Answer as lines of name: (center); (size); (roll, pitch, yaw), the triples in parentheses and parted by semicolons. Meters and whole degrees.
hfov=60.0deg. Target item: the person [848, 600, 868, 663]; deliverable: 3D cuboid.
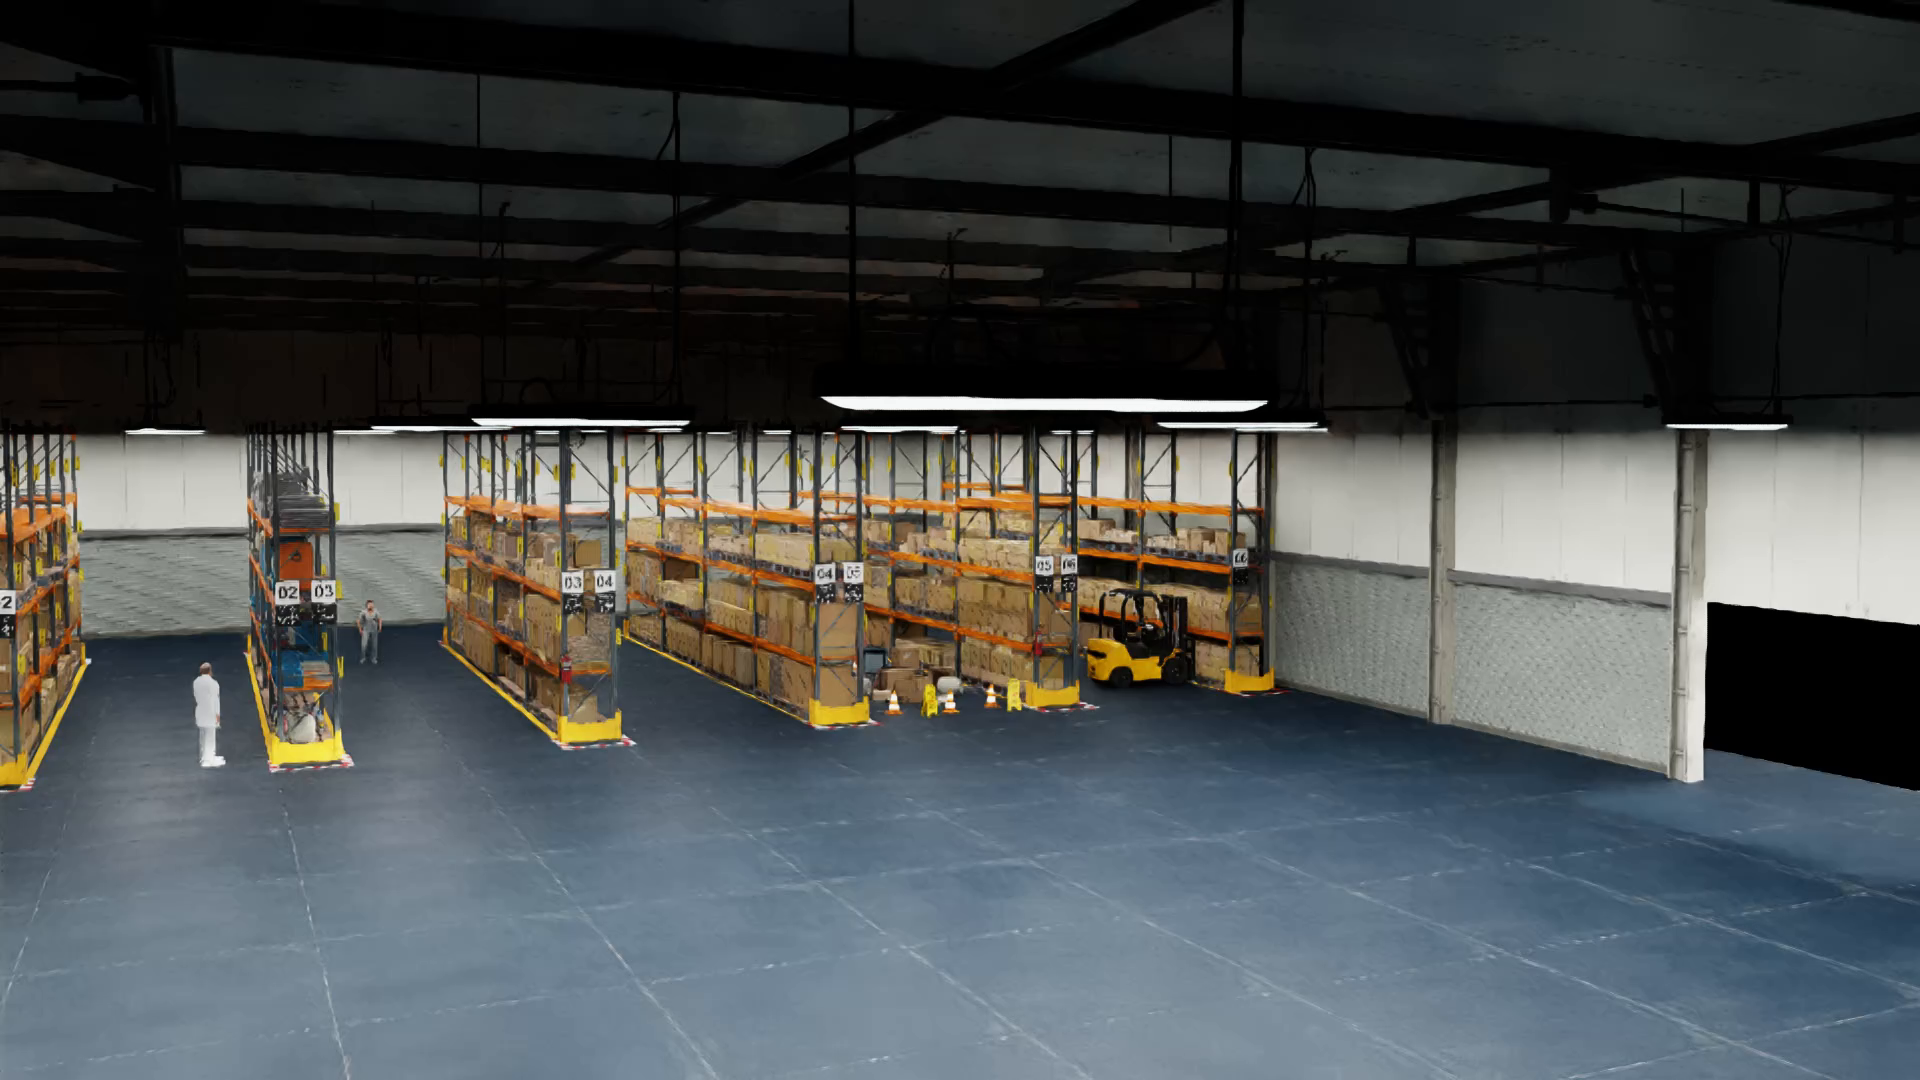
person: (-2.526, 2.271, 41.630); (0.575, 1.667, 0.565); (0, 4, -2)

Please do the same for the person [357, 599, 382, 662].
person: (-14.908, 2.306, 41.990); (0.580, 1.601, 0.506); (-2, 4, -27)

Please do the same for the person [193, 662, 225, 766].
person: (-13.027, 3.007, 28.893); (0.632, 1.783, 0.506); (2, 4, 34)
